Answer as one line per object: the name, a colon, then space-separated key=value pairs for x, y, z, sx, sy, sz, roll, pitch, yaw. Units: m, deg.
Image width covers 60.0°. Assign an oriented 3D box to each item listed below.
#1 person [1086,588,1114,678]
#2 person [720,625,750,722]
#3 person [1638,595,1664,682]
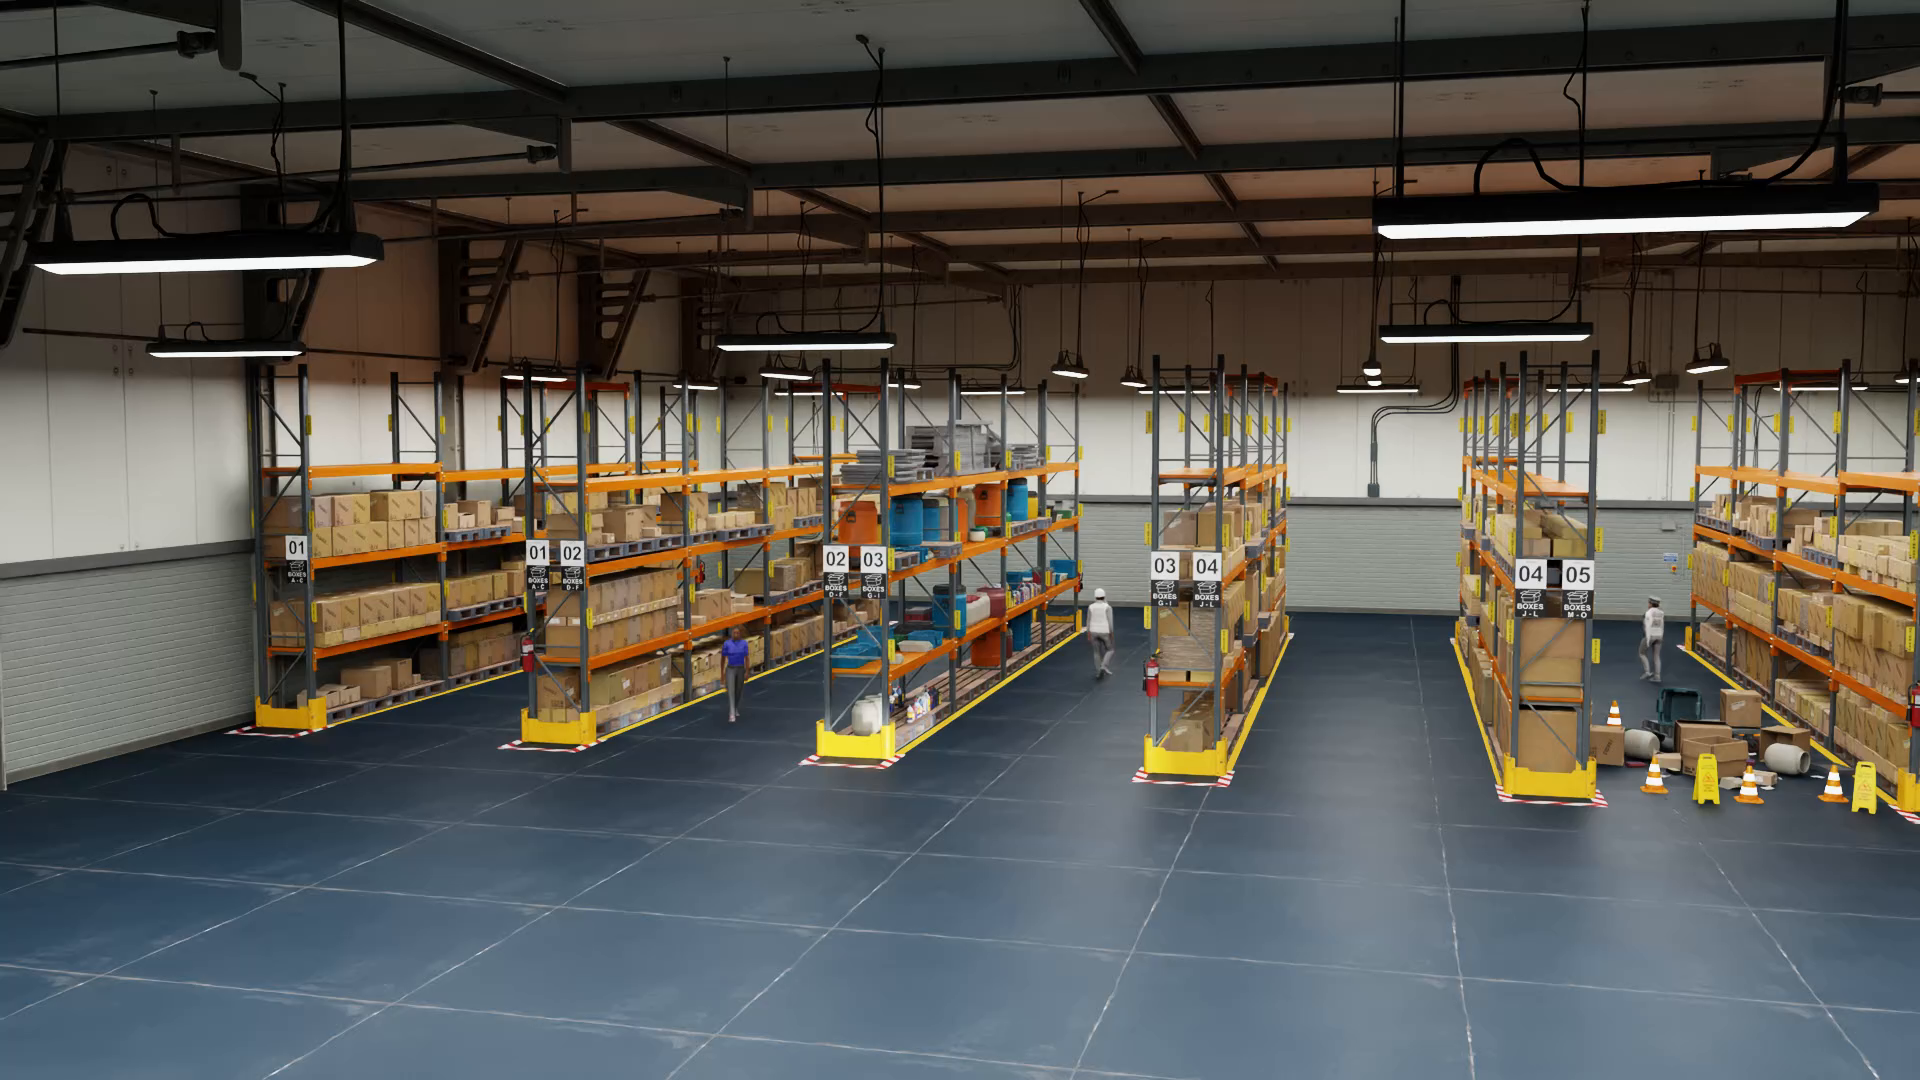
person: x=2.777 y=1.846 z=32.987 sx=0.567 sy=1.773 sz=0.494 roll=1 pitch=4 yaw=20
person: x=-3.799 y=2.237 z=28.116 sx=0.487 sy=1.602 sz=0.988 roll=-2 pitch=4 yaw=-24
person: x=13.527 y=1.920 z=32.396 sx=0.483 sy=1.668 sz=0.497 roll=-1 pitch=4 yaw=-10
